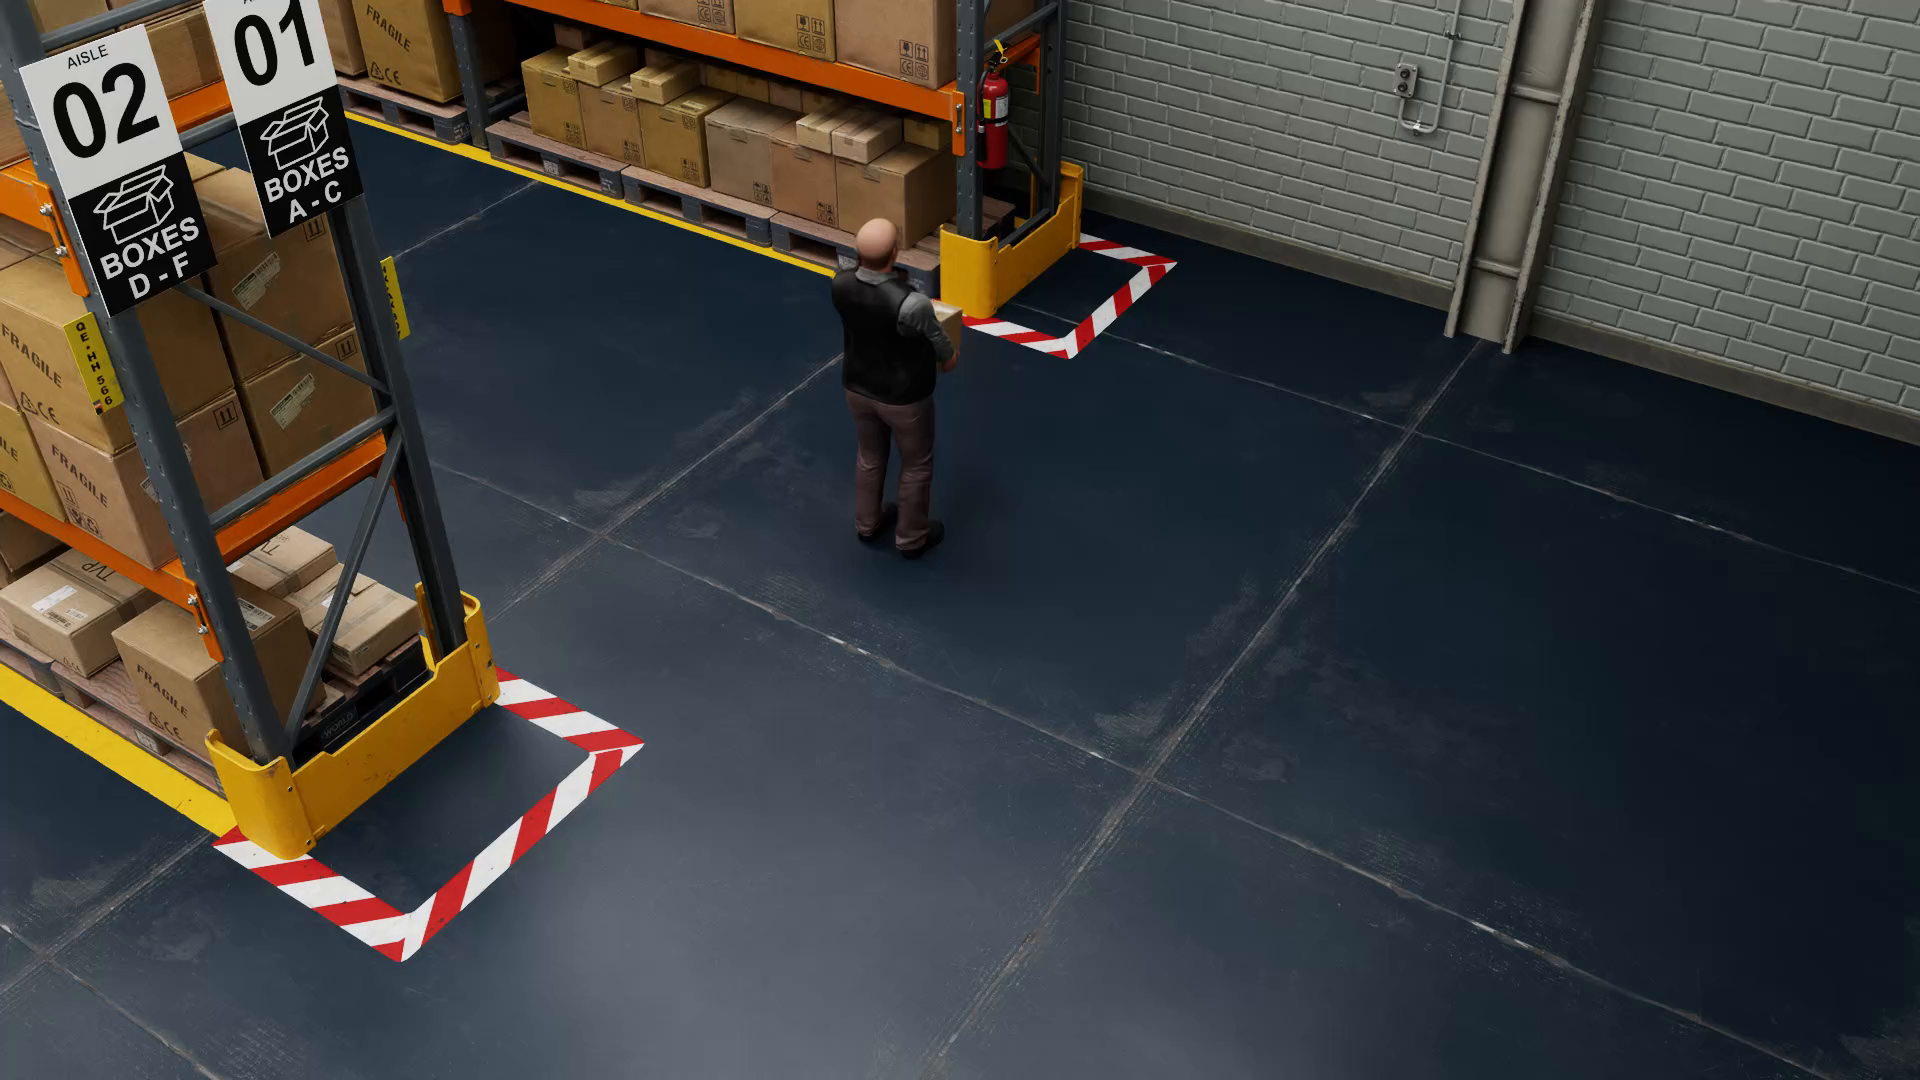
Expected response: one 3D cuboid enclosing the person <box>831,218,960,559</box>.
[{"bbox_3d":[-0.280,-0.734,7.639,0.495,1.718,0.546,22,43,25],"label":"person"}]
